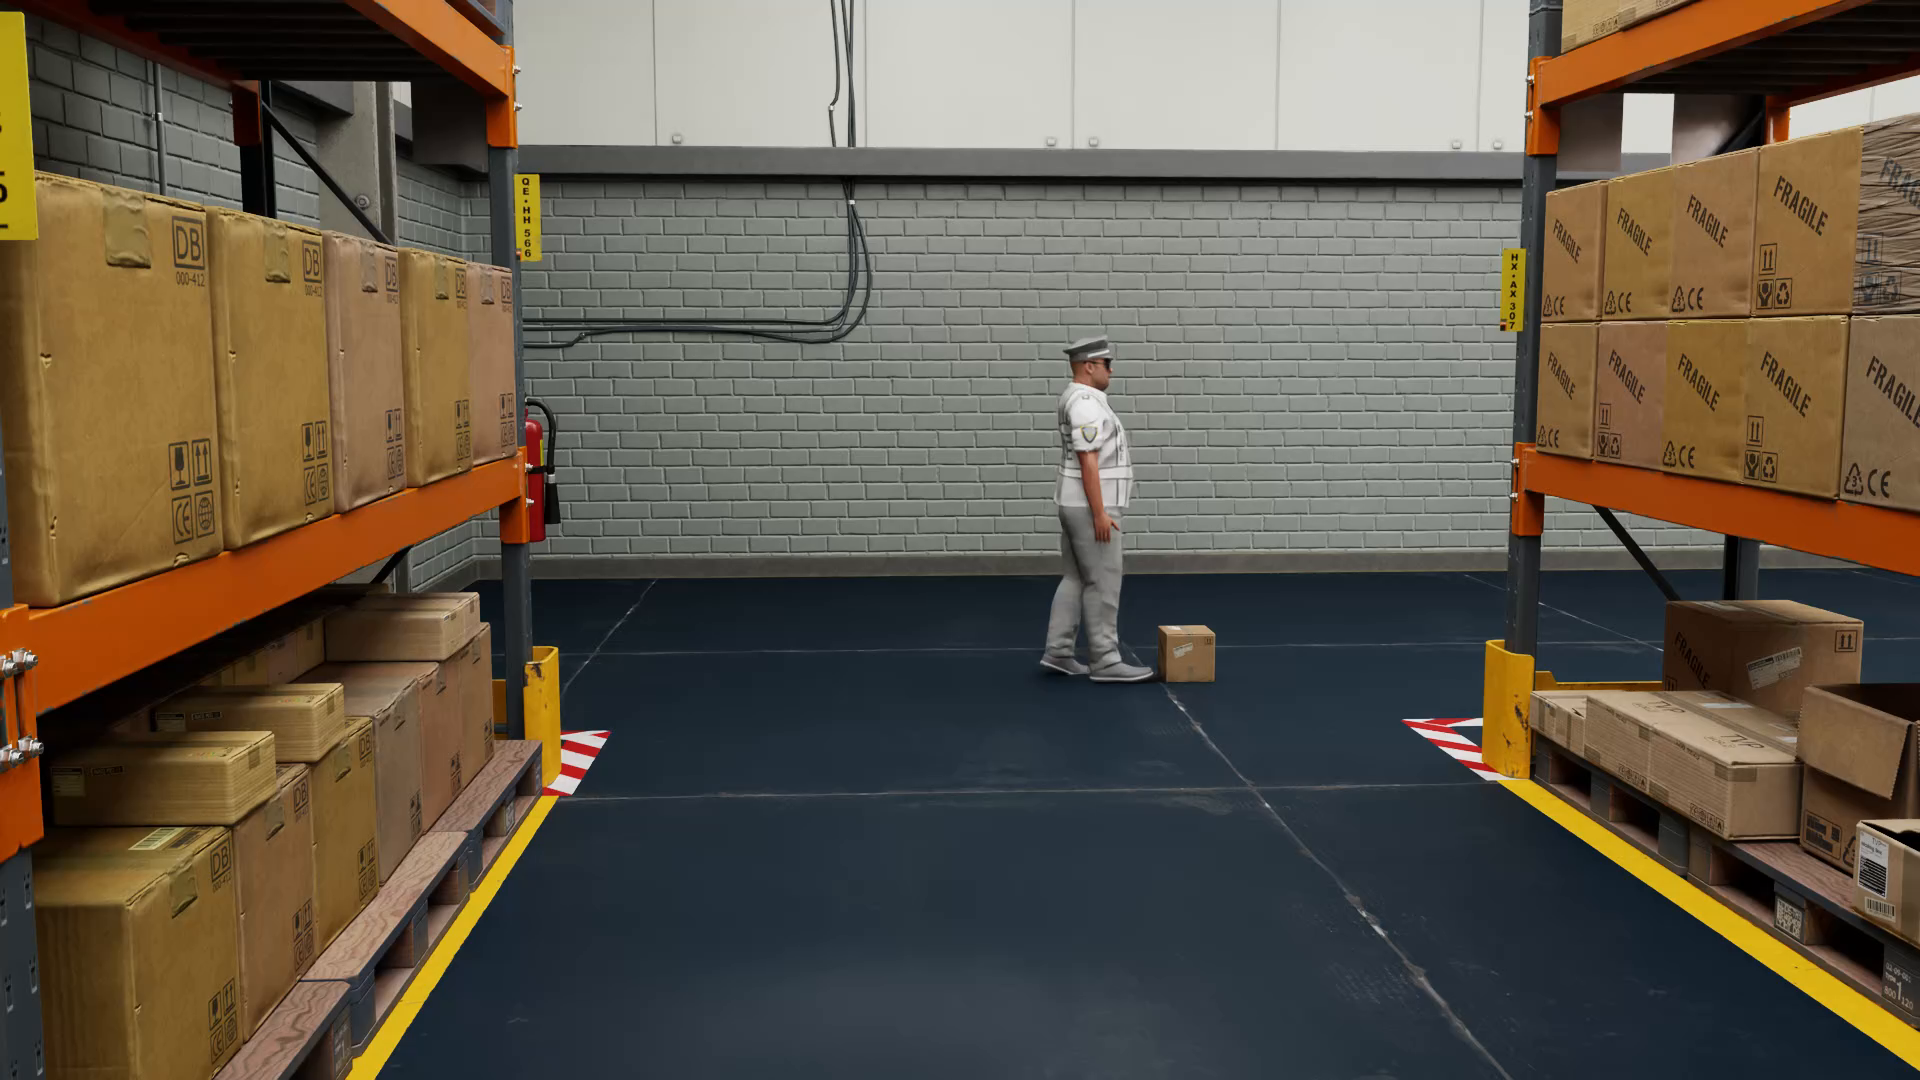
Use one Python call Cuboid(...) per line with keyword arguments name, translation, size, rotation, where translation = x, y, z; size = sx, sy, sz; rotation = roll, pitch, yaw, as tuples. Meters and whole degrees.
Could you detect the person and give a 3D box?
Cuboid(name="person", translation=(0.709, -0.147, 8.499), size=(0.554, 1.797, 0.539), rotation=(0, 7, -3))
